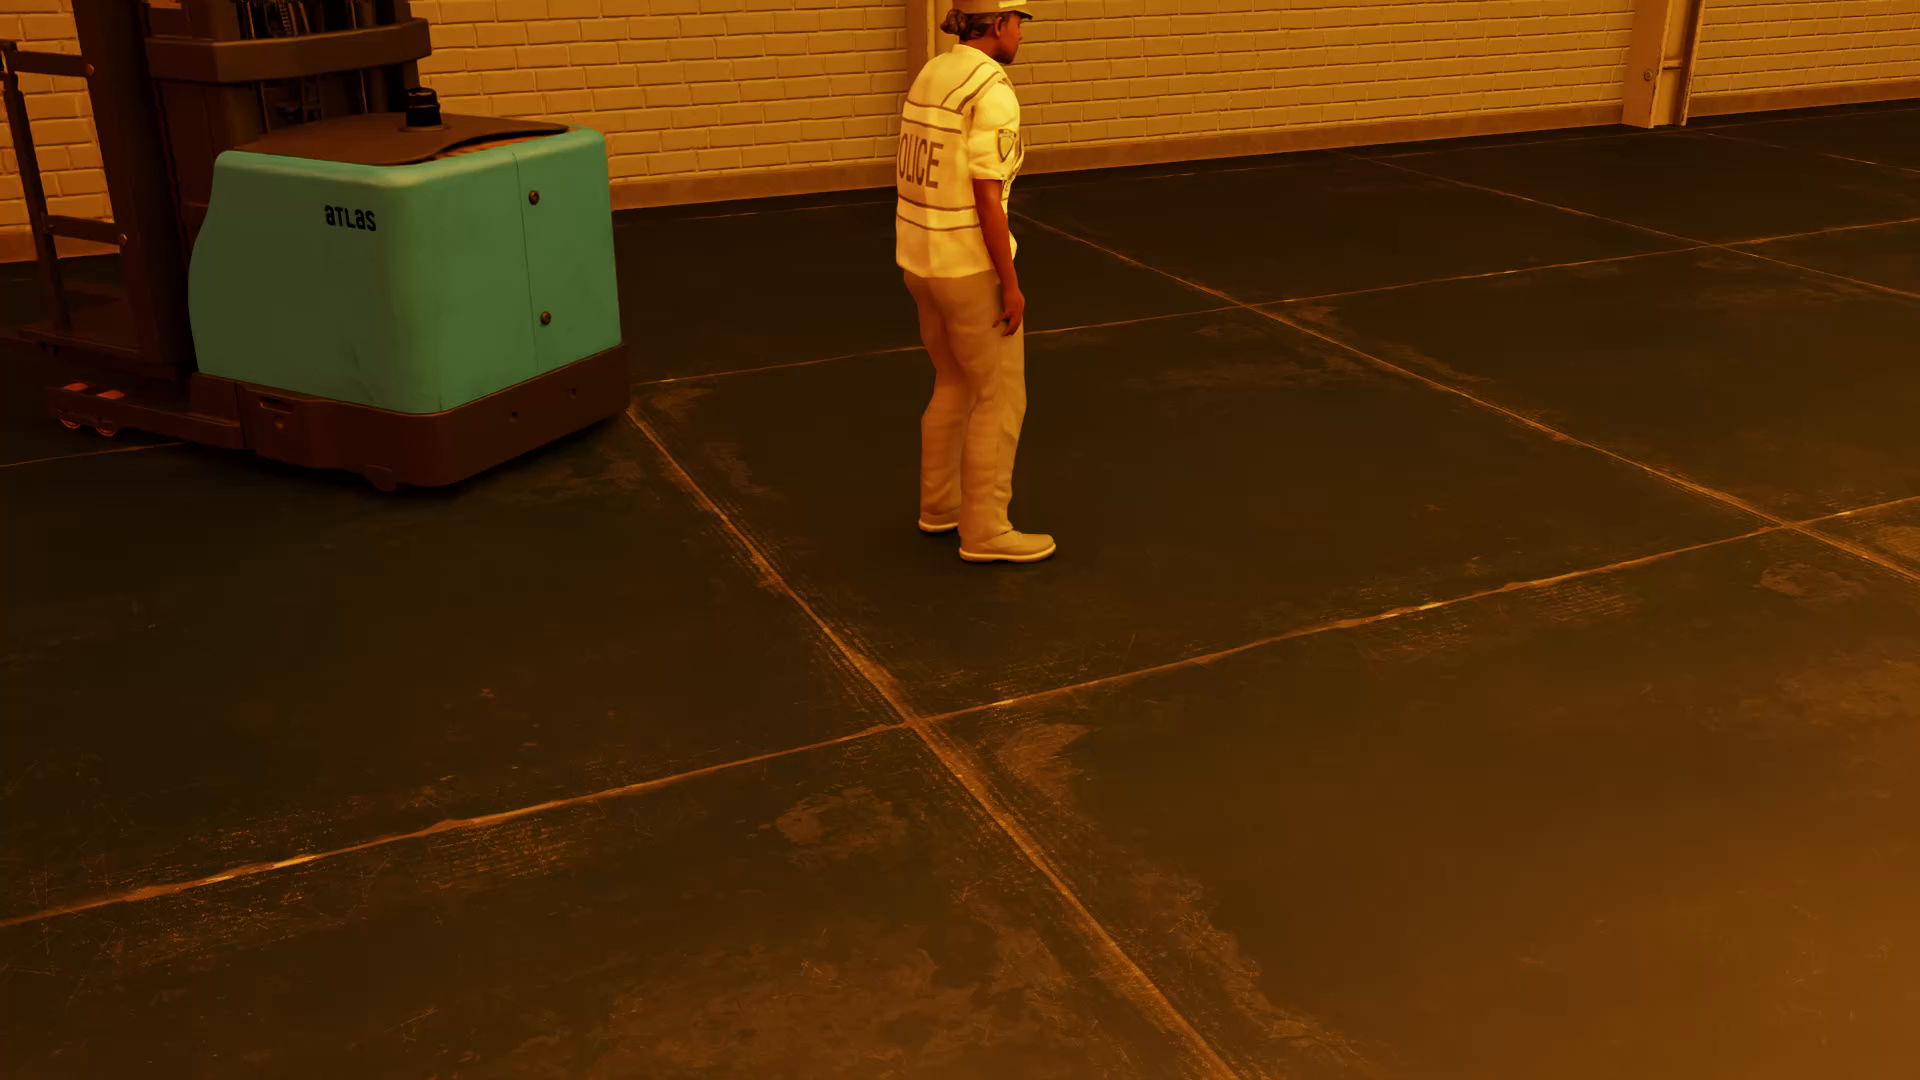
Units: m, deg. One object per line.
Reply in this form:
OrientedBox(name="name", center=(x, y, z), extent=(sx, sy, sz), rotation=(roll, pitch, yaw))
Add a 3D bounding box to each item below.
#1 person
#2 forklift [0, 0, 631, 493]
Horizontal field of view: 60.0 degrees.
OrientedBox(name="person", center=(0.033, -0.770, 4.803), extent=(0.393, 1.657, 0.513), rotation=(-11, 25, -25))
OrientedBox(name="forklift", center=(-2.755, -1.891, 5.839), extent=(3.031, 2.935, 1.130), rotation=(11, 25, 26))
